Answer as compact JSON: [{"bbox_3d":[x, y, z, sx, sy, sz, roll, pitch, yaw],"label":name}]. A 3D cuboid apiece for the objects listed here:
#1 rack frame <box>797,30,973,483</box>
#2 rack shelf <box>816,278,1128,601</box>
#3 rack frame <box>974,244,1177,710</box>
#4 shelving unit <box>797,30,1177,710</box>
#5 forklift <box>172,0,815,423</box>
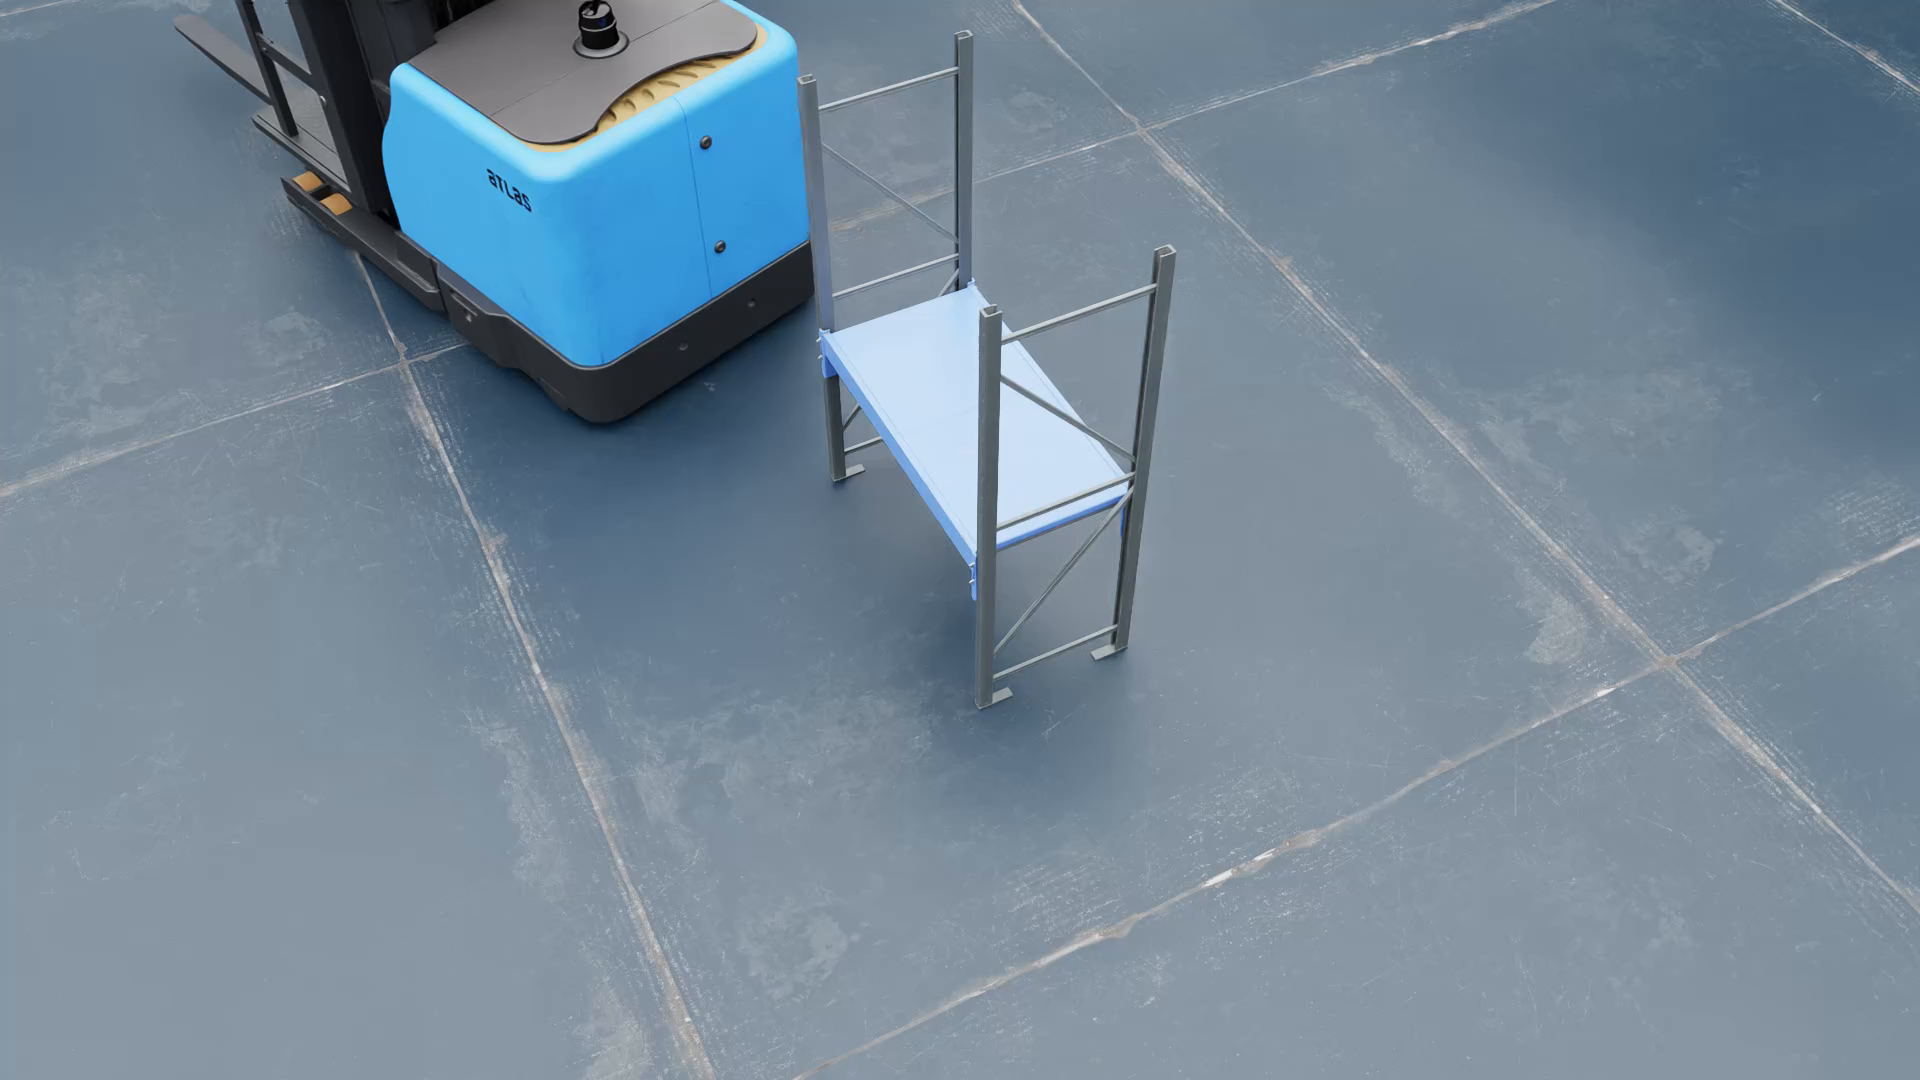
[{"bbox_3d":[-0.194,-0.777,4.933,0.500,1.500,0.032,-21,52,-18],"label":"rack frame"},{"bbox_3d":[0.039,-0.318,4.771,0.538,0.185,1.000,-21,52,-18],"label":"rack shelf"},{"bbox_3d":[0.272,-0.096,4.338,0.500,1.500,0.032,-21,52,-18],"label":"rack frame"},{"bbox_3d":[0.039,-0.437,4.636,0.538,1.500,1.048,-21,52,-18],"label":"shelving unit"},{"bbox_3d":[-1.910,-2.345,5.354,3.031,2.935,1.130,36,58,27],"label":"forklift"}]
